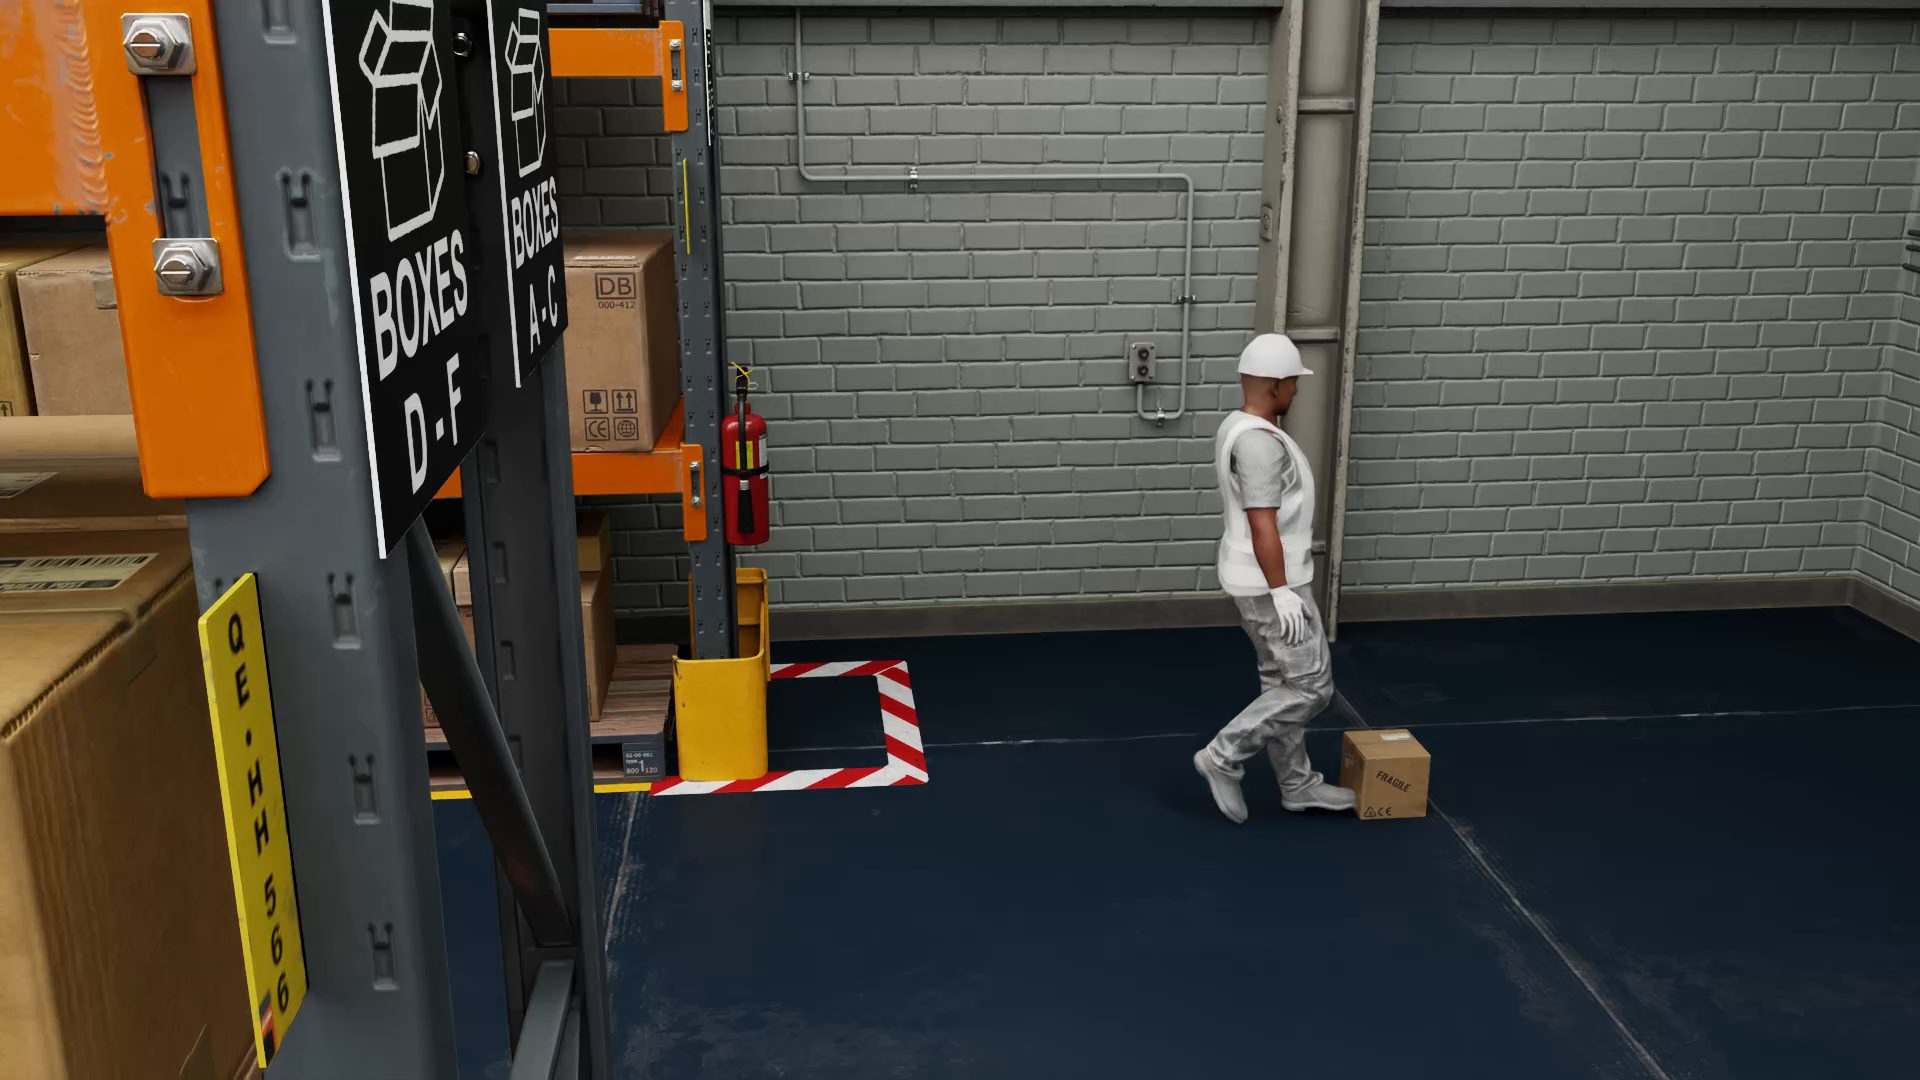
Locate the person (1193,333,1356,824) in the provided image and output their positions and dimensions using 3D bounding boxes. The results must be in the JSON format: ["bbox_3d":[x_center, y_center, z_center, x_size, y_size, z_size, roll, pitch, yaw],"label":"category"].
[{"bbox_3d":[1.183,0.156,5.962,0.651,1.770,0.625,1,17,3],"label":"person"}]
